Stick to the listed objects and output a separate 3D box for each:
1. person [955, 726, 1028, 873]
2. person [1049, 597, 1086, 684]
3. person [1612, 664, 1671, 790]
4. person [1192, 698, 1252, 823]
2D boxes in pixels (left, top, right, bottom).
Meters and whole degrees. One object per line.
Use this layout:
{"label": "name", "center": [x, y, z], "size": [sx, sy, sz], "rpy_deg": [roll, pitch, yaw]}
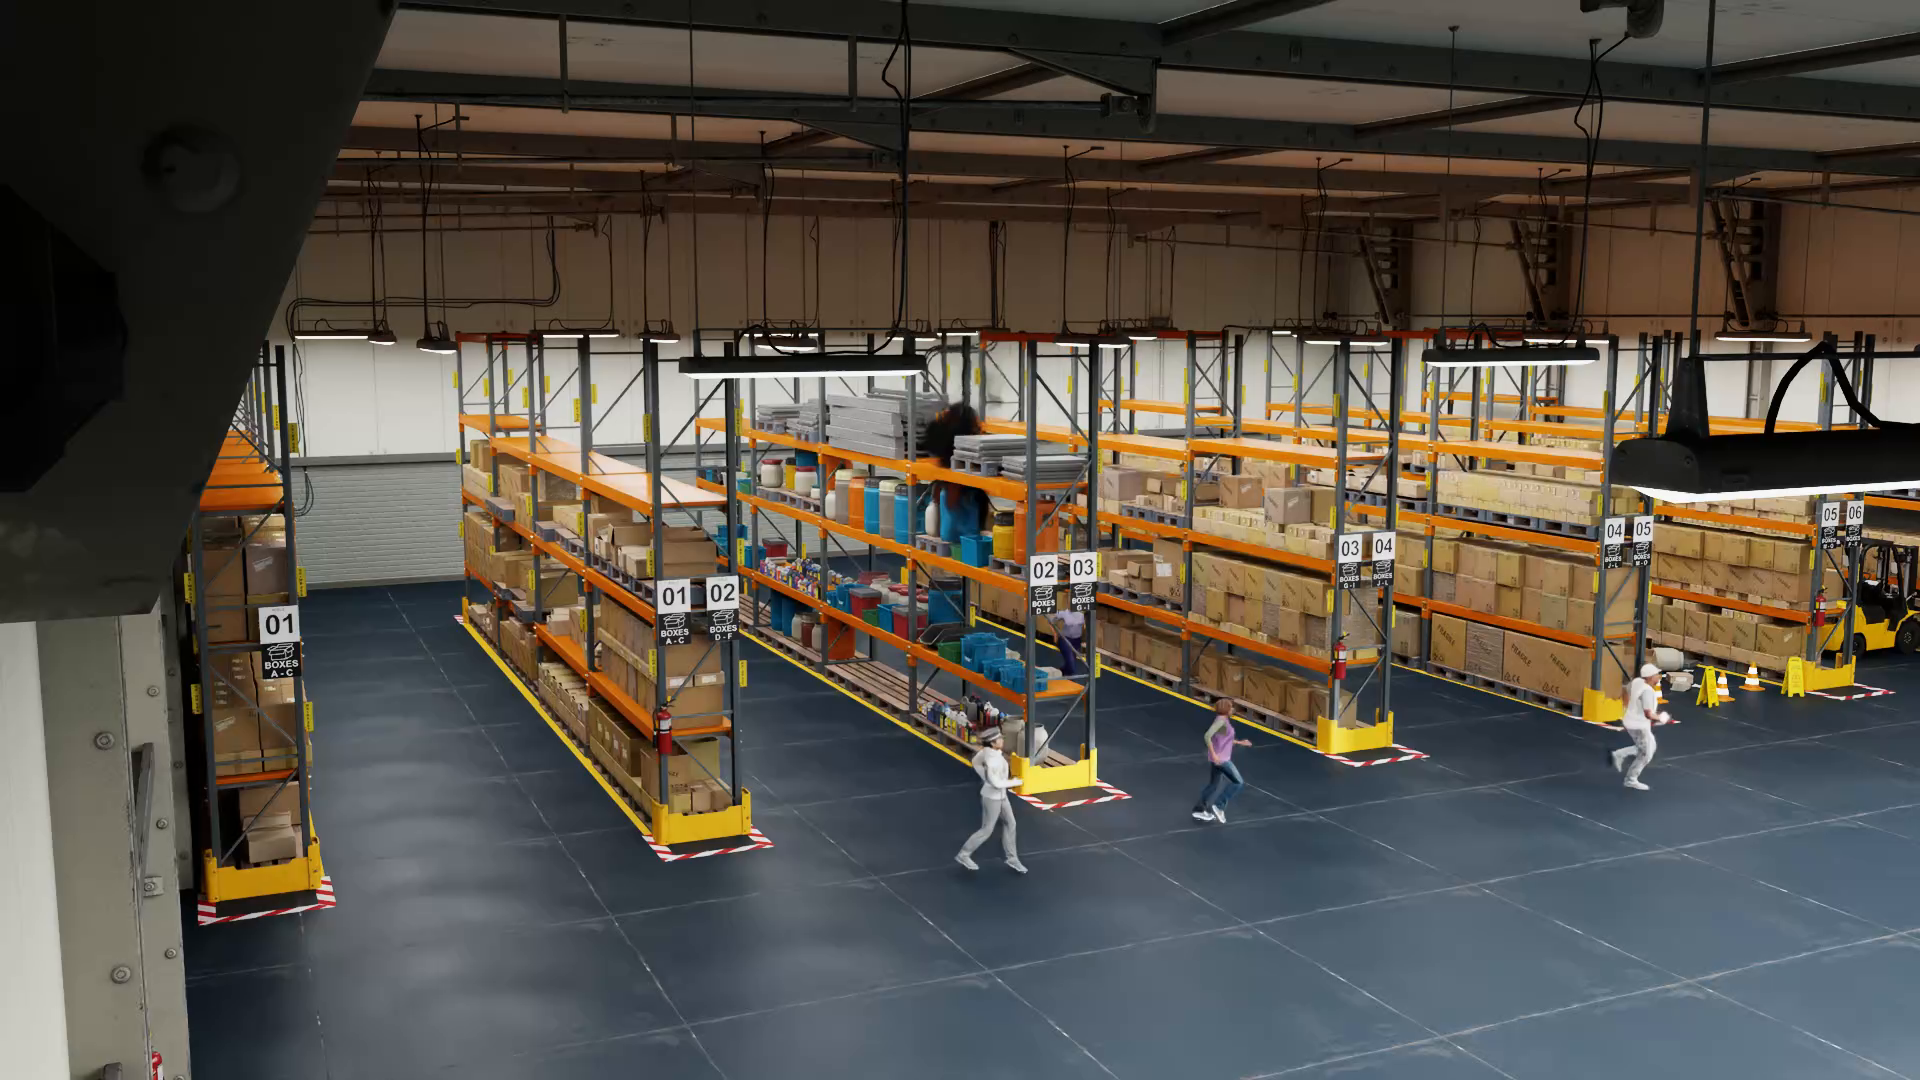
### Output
{"label": "person", "center": [0.361, 2.961, 18.897], "size": [0.827, 1.743, 0.616], "rpy_deg": [0, 8, 3]}
{"label": "person", "center": [1.845, 1.745, 27.869], "size": [0.599, 1.651, 0.937], "rpy_deg": [-5, 9, -30]}
{"label": "person", "center": [9.132, 2.497, 22.287], "size": [0.686, 1.723, 0.730], "rpy_deg": [1, 8, 9]}
{"label": "person", "center": [3.275, 2.757, 20.751], "size": [0.731, 1.570, 0.500], "rpy_deg": [0, 8, 4]}
